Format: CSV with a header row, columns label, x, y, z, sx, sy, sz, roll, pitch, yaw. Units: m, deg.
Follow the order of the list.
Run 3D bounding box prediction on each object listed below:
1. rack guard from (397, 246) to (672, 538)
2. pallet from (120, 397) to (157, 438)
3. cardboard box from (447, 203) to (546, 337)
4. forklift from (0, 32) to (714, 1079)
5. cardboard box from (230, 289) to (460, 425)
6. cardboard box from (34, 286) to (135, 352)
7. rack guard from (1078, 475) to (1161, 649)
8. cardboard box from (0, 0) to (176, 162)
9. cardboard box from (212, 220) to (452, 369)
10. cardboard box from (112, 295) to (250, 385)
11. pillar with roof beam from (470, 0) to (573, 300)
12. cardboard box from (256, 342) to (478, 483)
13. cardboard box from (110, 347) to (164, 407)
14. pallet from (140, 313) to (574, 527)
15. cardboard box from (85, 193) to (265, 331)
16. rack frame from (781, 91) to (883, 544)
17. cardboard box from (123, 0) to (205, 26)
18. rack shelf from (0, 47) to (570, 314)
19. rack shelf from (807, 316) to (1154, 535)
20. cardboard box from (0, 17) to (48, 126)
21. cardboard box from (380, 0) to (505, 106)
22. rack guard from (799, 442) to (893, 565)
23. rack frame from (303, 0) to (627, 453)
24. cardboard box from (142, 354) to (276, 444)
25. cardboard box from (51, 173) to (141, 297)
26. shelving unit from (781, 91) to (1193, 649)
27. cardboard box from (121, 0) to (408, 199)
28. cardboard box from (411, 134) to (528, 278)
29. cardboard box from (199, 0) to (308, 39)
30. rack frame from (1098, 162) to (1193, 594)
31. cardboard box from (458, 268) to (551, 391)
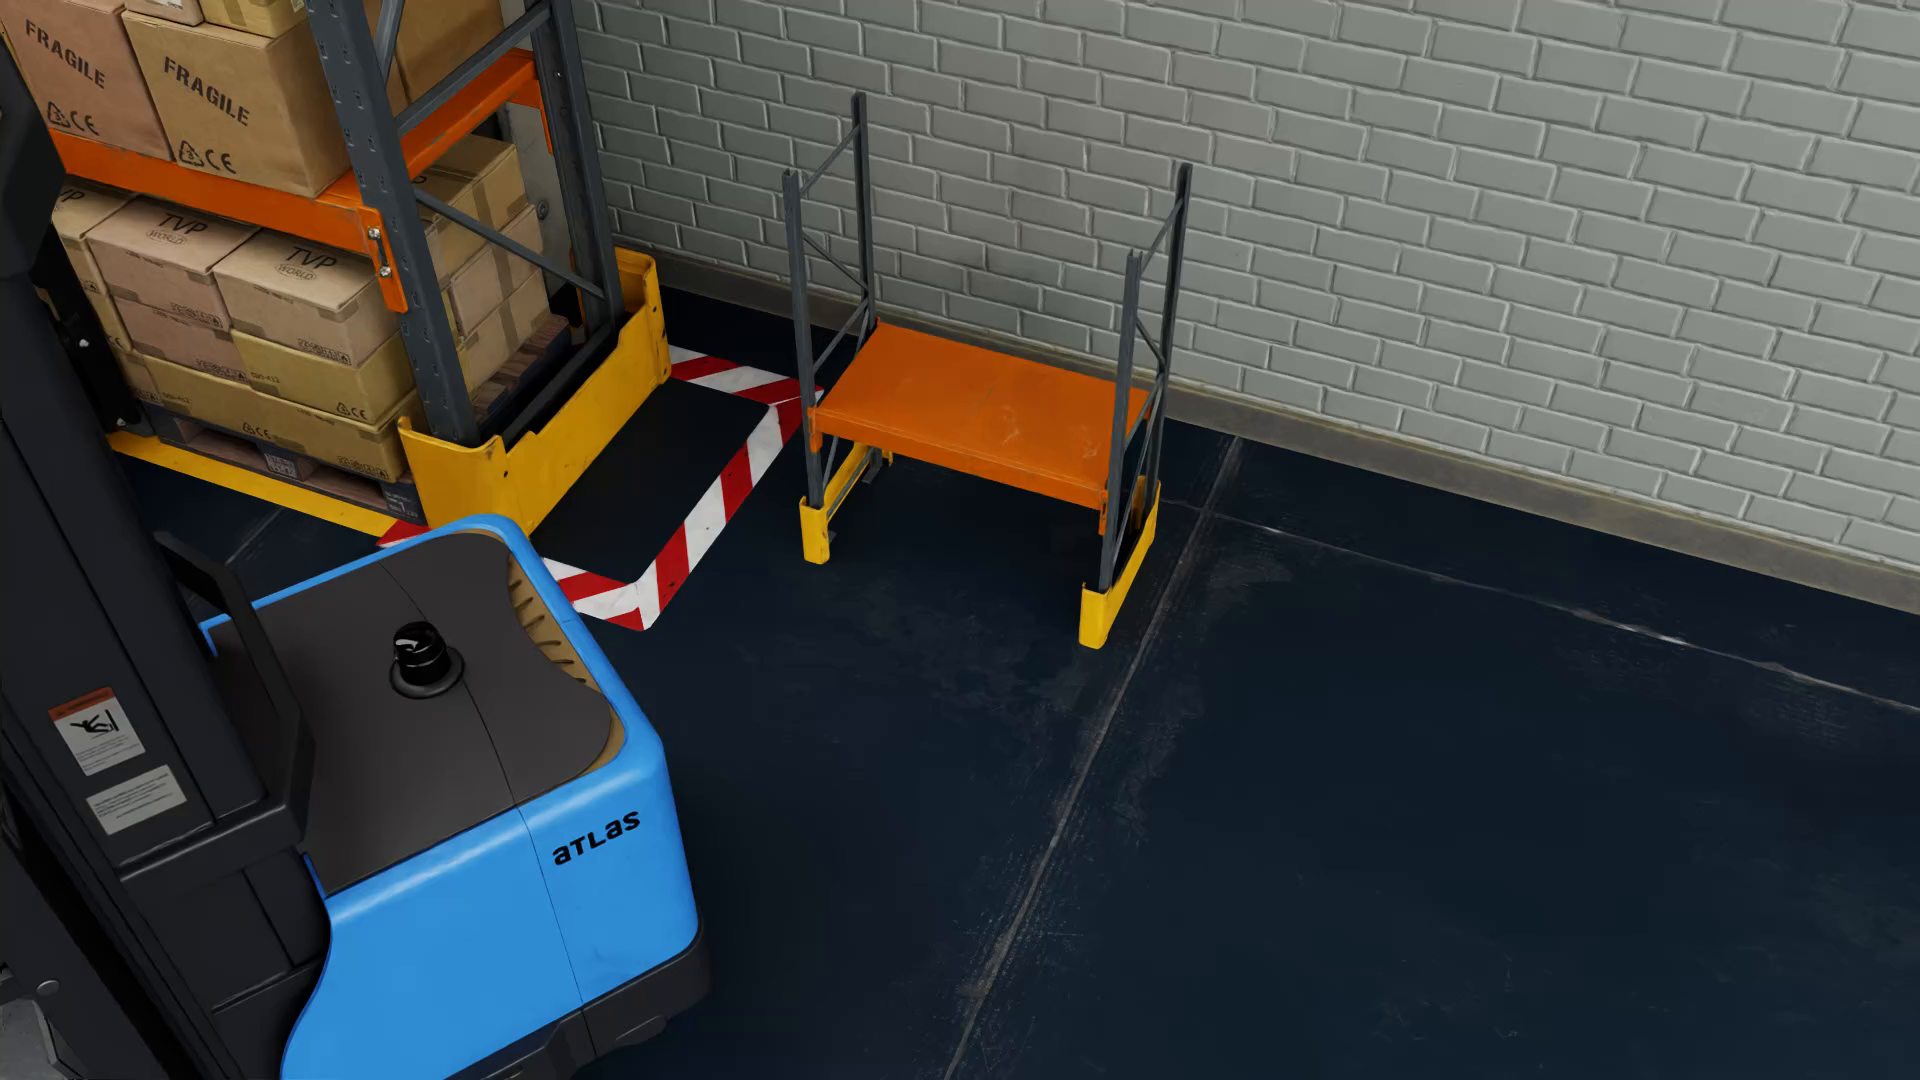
label,x,y,z,sx,sy,sz,roll,pitch,yaw
rack guard,-1.472,-0.517,5.915,0.348,0.500,1.175,16,47,16
pallet,-3.339,-0.934,6.539,1.213,0.211,1.003,16,47,16
cardboard box,-1.849,-1.024,5.950,0.500,0.250,0.500,17,47,17
forklift,-2.176,0.481,3.189,3.031,2.935,1.130,-25,50,-23
cardboard box,-2.064,-0.690,5.614,0.500,0.250,0.500,16,47,15
cardboard box,-3.007,-0.959,5.885,0.500,0.250,0.500,15,47,15
rack guard,0.530,0.067,5.505,0.087,0.250,0.587,16,47,16
cardboard box,-2.525,-1.555,5.115,0.500,0.500,0.500,18,48,17
cardboard box,-2.040,-0.860,5.431,0.500,0.250,0.500,18,48,17
cardboard box,-2.523,-0.833,5.758,0.500,0.250,0.500,16,47,15
pillar with roof beam,-3.448,-1.510,0.887,0.400,9.000,9.100,16,47,16
cardboard box,-2.050,-0.506,5.783,0.500,0.250,0.500,17,47,16
cardboard box,-2.963,-0.789,6.068,0.500,0.250,0.500,17,47,16
pallet,-2.217,-0.602,6.205,1.213,0.211,1.003,16,47,16
cardboard box,-2.513,-0.995,5.566,0.500,0.250,0.500,17,47,17
rack frame,-0.390,-0.647,5.336,0.032,1.500,0.500,16,47,16
cardboard box,-2.170,-1.637,4.738,0.250,0.149,0.380,17,47,16
rack shelf,-3.340,-1.698,5.840,4.000,0.370,1.077,16,47,16
rack shelf,0.079,-0.381,5.325,1.000,0.185,0.538,16,47,16
cardboard box,-2.998,-1.694,5.255,0.500,0.500,0.500,16,47,15
cardboard box,-1.845,-1.760,5.322,0.500,0.500,0.500,18,48,17
rack guard,-0.389,-0.203,5.777,0.087,0.250,0.587,16,47,16
rack frame,-1.495,-1.410,5.040,0.127,3.000,1.000,16,47,16
cardboard box,-2.505,-0.647,5.925,0.500,0.250,0.500,16,47,16
cardboard box,-2.983,-1.126,5.697,0.500,0.250,0.500,17,47,16
shelving unit,0.070,-0.511,5.200,1.083,1.500,0.587,16,47,16
cardboard box,-2.050,-1.408,4.967,0.500,0.500,0.500,15,47,15
cardboard box,-1.865,-1.192,5.764,0.500,0.250,0.500,16,47,15
cardboard box,-1.922,-1.587,4.687,0.250,0.149,0.380,17,47,16
rack frame,0.548,-0.370,5.059,0.032,1.500,0.500,16,47,16
cardboard box,-1.873,-0.844,6.124,0.500,0.250,0.500,17,47,16
